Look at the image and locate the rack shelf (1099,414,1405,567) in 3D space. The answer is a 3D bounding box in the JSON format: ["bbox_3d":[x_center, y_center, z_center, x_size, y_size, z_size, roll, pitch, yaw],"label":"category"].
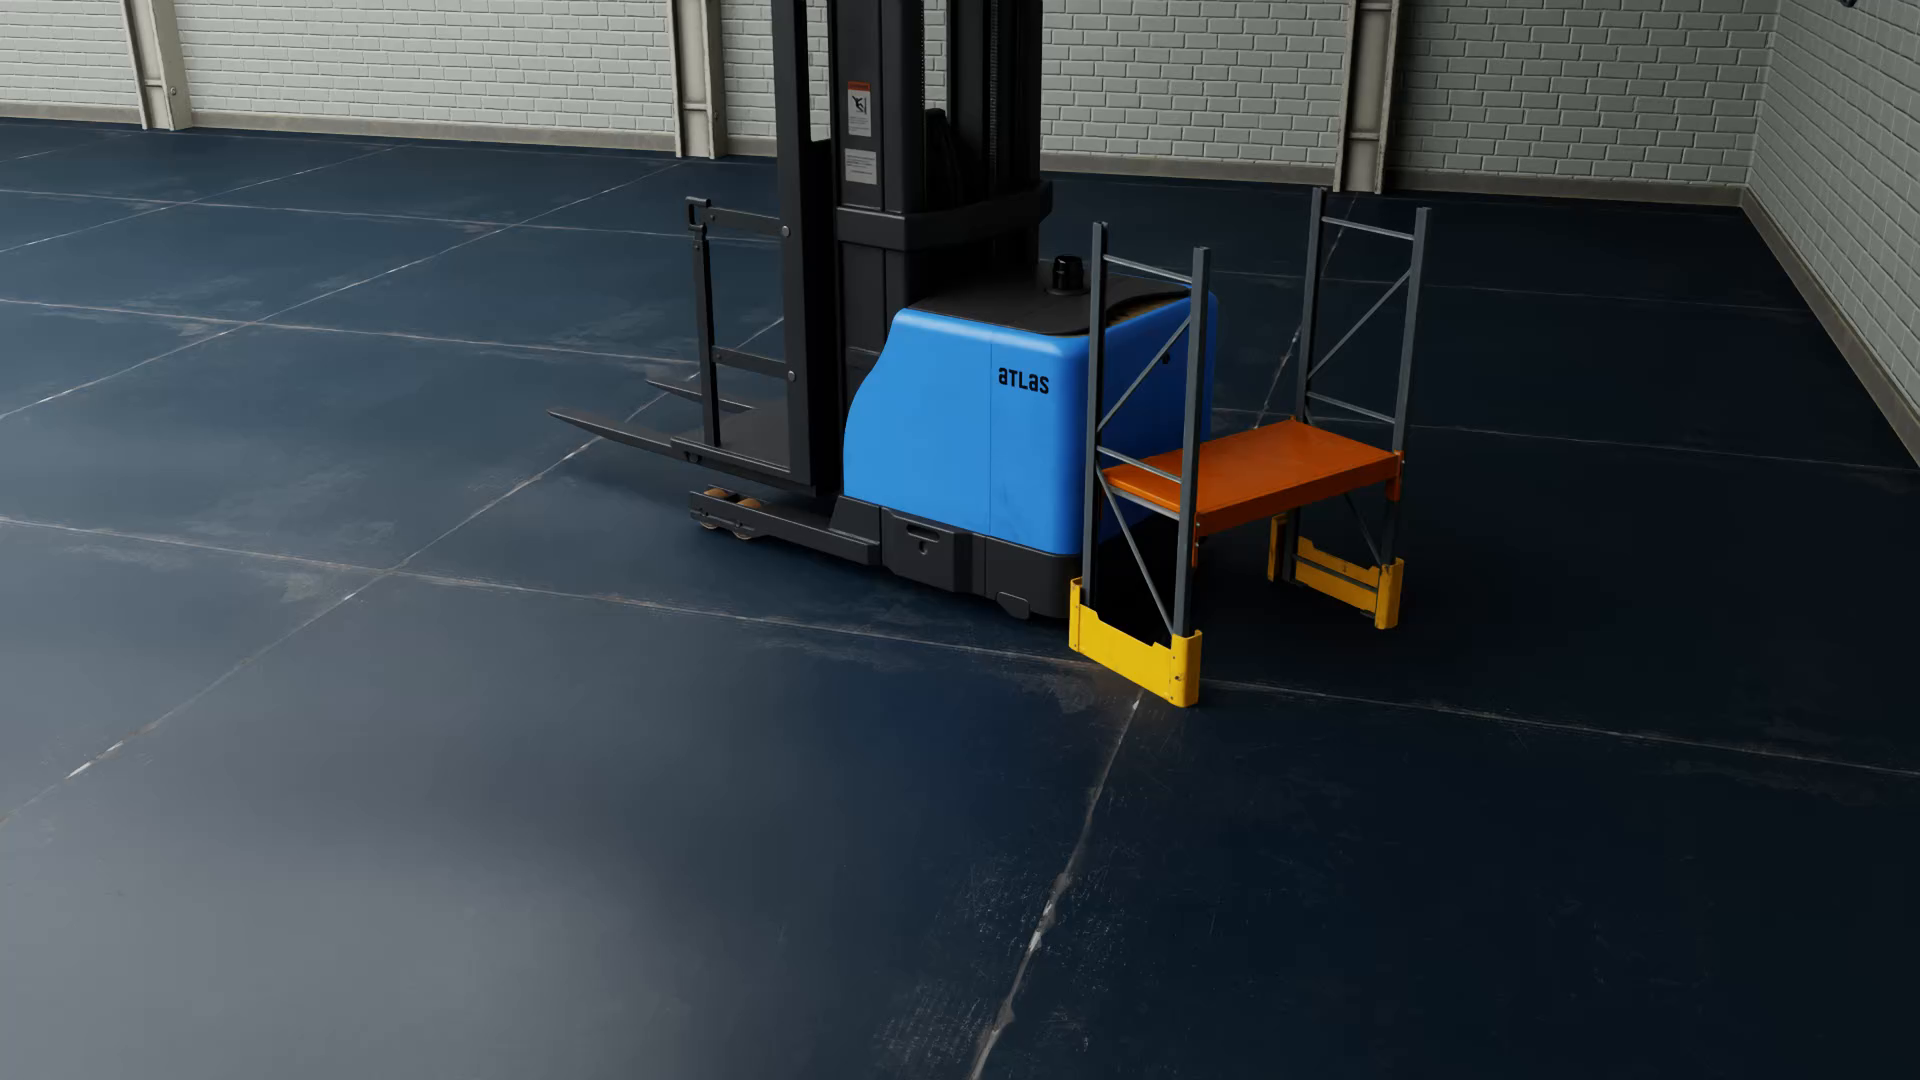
[{"bbox_3d":[0.991,-0.190,5.730,1.000,0.185,0.538,-16,27,-33],"label":"rack shelf"}]

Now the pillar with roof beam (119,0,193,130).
[{"bbox_3d":[-9.394,-6.849,11.610,0.400,9.000,9.100,7,23,16],"label":"pillar with roof beam"}]

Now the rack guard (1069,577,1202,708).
[{"bbox_3d":[0.584,0.337,5.619,0.087,0.250,0.587,-16,27,-33],"label":"rack guard"}]

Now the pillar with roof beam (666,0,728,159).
[{"bbox_3d":[-3.650,-6.191,10.006,0.400,9.000,9.100,7,23,16],"label":"pillar with roof beam"}]

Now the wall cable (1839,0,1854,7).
[{"bbox_3d":[5.777,-4.858,10.847,0.112,2.526,3.097,7,23,16],"label":"wall cable"}]

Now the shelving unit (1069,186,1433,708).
[{"bbox_3d":[0.984,-0.354,5.657,1.083,1.500,0.587,-16,27,-33],"label":"shelving unit"}]

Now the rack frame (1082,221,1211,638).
[{"bbox_3d":[0.583,-0.241,5.382,0.032,1.500,0.500,-16,27,-33],"label":"rack frame"}]

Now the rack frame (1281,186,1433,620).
[{"bbox_3d":[1.399,-0.471,5.942,0.032,1.500,0.500,-16,27,-33],"label":"rack frame"}]

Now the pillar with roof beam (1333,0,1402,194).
[{"bbox_3d":[2.095,-5.534,8.403,0.400,9.000,9.100,7,23,16],"label":"pillar with roof beam"}]

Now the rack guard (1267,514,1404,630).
[{"bbox_3d":[1.383,0.112,6.169,0.087,0.250,0.587,-16,27,-33],"label":"rack guard"}]

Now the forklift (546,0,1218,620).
[{"bbox_3d":[-0.496,-1.499,6.562,3.031,2.935,1.130,16,27,34],"label":"forklift"}]
